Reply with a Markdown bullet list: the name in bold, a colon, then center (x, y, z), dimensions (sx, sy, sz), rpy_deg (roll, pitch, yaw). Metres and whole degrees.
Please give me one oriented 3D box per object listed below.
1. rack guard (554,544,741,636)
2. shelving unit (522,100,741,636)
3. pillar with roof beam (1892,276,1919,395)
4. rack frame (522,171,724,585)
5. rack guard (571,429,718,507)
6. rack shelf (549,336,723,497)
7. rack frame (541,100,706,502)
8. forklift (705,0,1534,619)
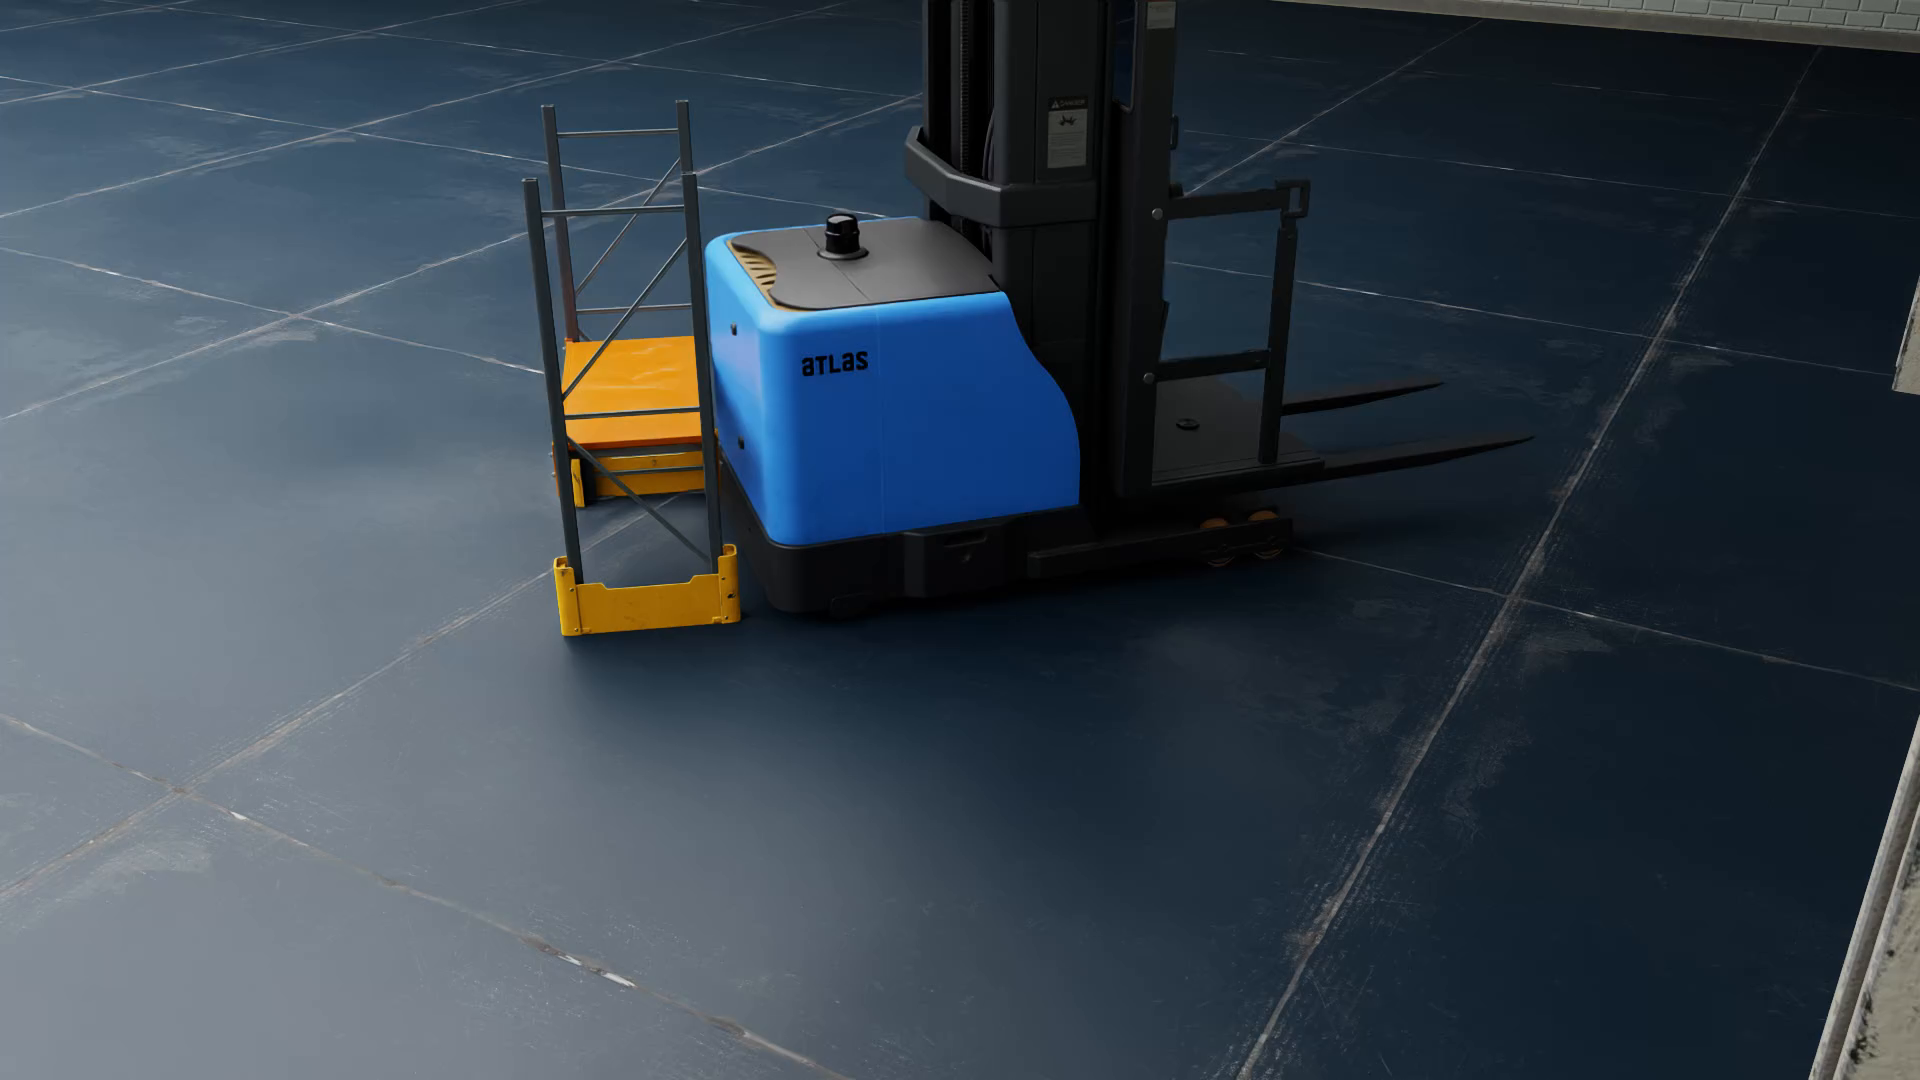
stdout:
- **rack guard**: center (-1.025, 0.165, 5.482), dimensions (0.587, 0.250, 0.087), rpy_deg (-4, 27, -9)
- **shelving unit**: center (-1.108, -0.614, 5.641), dimensions (0.587, 1.500, 1.083), rpy_deg (-4, 27, -9)
- **pillar with roof beam**: center (0.645, -5.684, 7.393), dimensions (9.100, 9.000, 0.400), rpy_deg (14, 30, 26)
- **rack frame**: center (-1.025, -0.394, 5.201), dimensions (0.500, 1.500, 0.032), rpy_deg (-4, 27, -9)
- **rack guard**: center (-1.192, -0.275, 6.360), dimensions (0.587, 0.250, 0.087), rpy_deg (-4, 27, -9)
- **rack shelf**: center (-1.110, -0.457, 5.730), dimensions (0.538, 0.185, 1.000), rpy_deg (-4, 27, -9)
- **rack frame**: center (-1.195, -0.842, 6.097), dimensions (0.500, 1.500, 0.032), rpy_deg (-4, 27, -9)
- **forklift**: center (0.668, -1.433, 5.679), dimensions (3.031, 2.935, 1.130), rpy_deg (-9, 28, -17)
